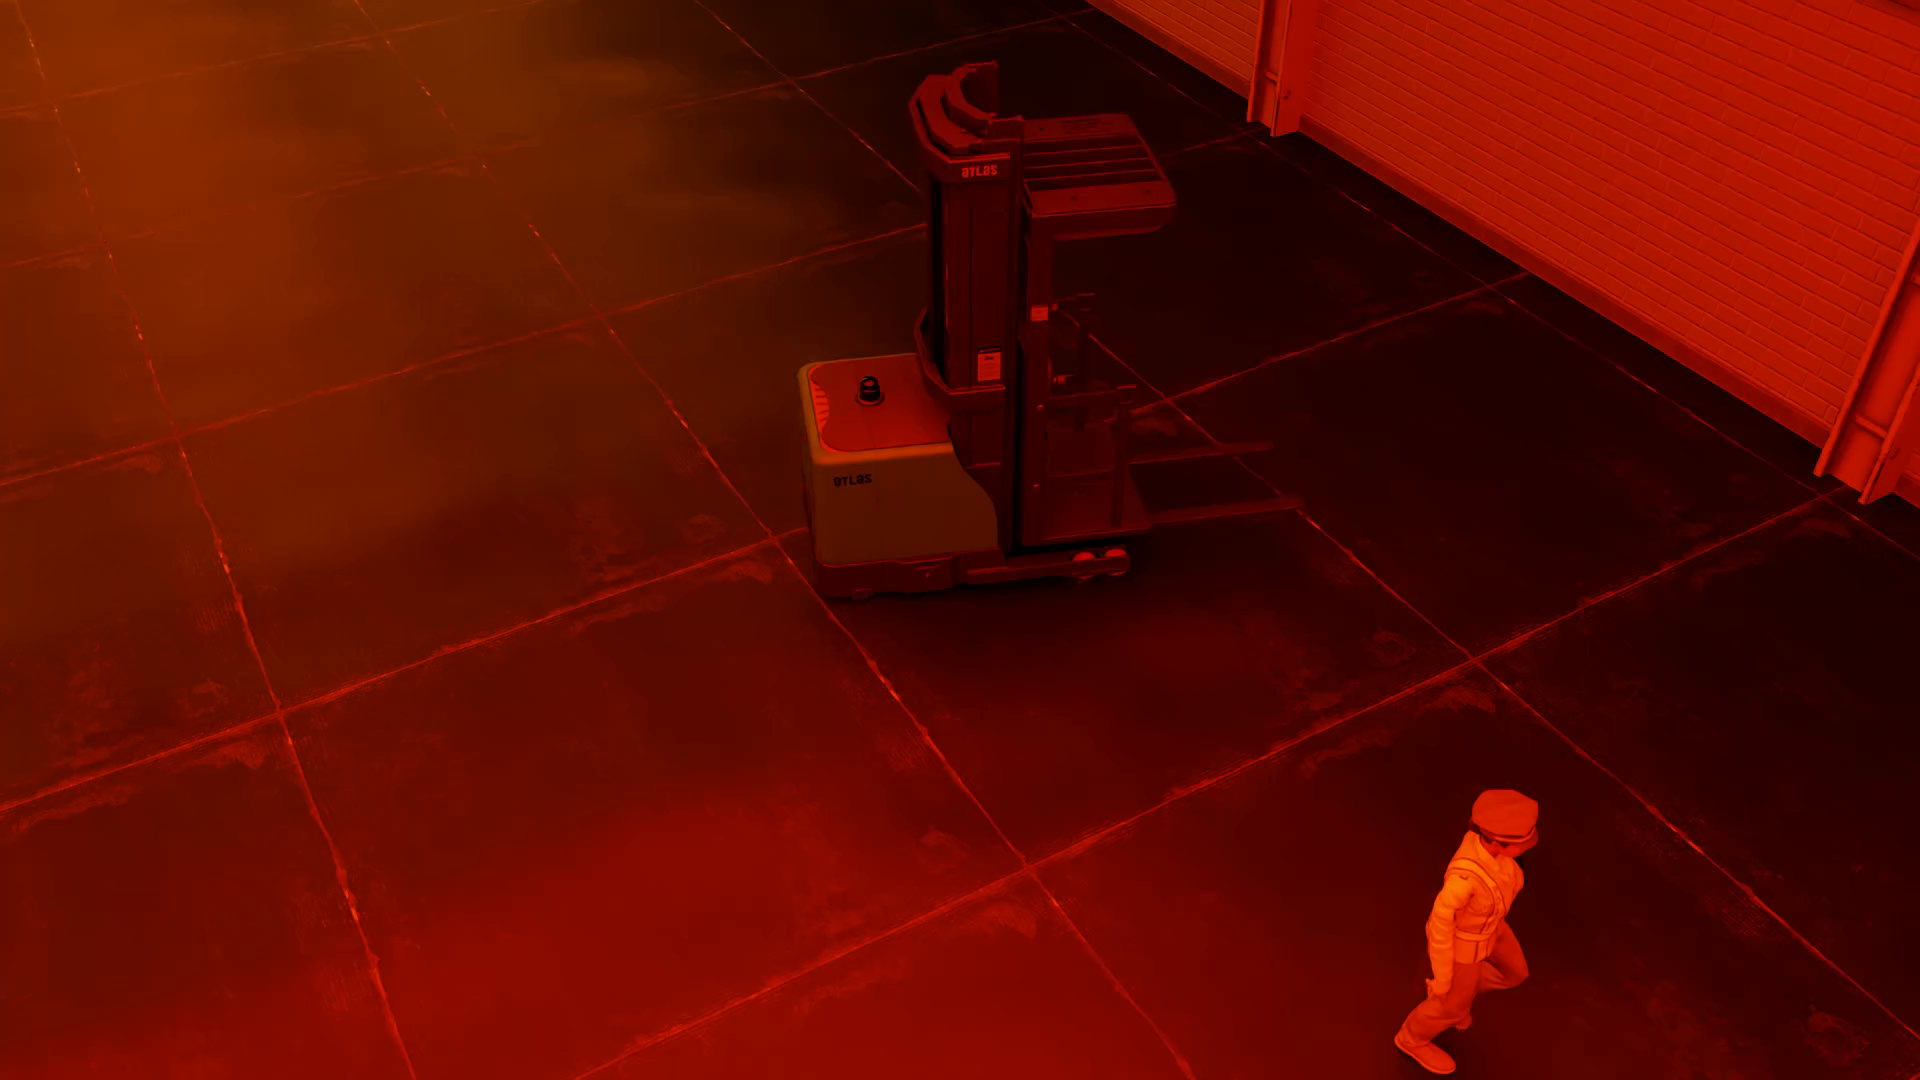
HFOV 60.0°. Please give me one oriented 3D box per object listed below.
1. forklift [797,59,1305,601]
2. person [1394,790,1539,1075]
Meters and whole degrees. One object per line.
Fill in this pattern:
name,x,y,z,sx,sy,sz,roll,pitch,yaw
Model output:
forklift,0.579,-1.218,9.504,3.031,2.935,1.130,-6,40,-8
person,2.194,1.683,7.011,0.440,1.652,0.611,22,45,24
